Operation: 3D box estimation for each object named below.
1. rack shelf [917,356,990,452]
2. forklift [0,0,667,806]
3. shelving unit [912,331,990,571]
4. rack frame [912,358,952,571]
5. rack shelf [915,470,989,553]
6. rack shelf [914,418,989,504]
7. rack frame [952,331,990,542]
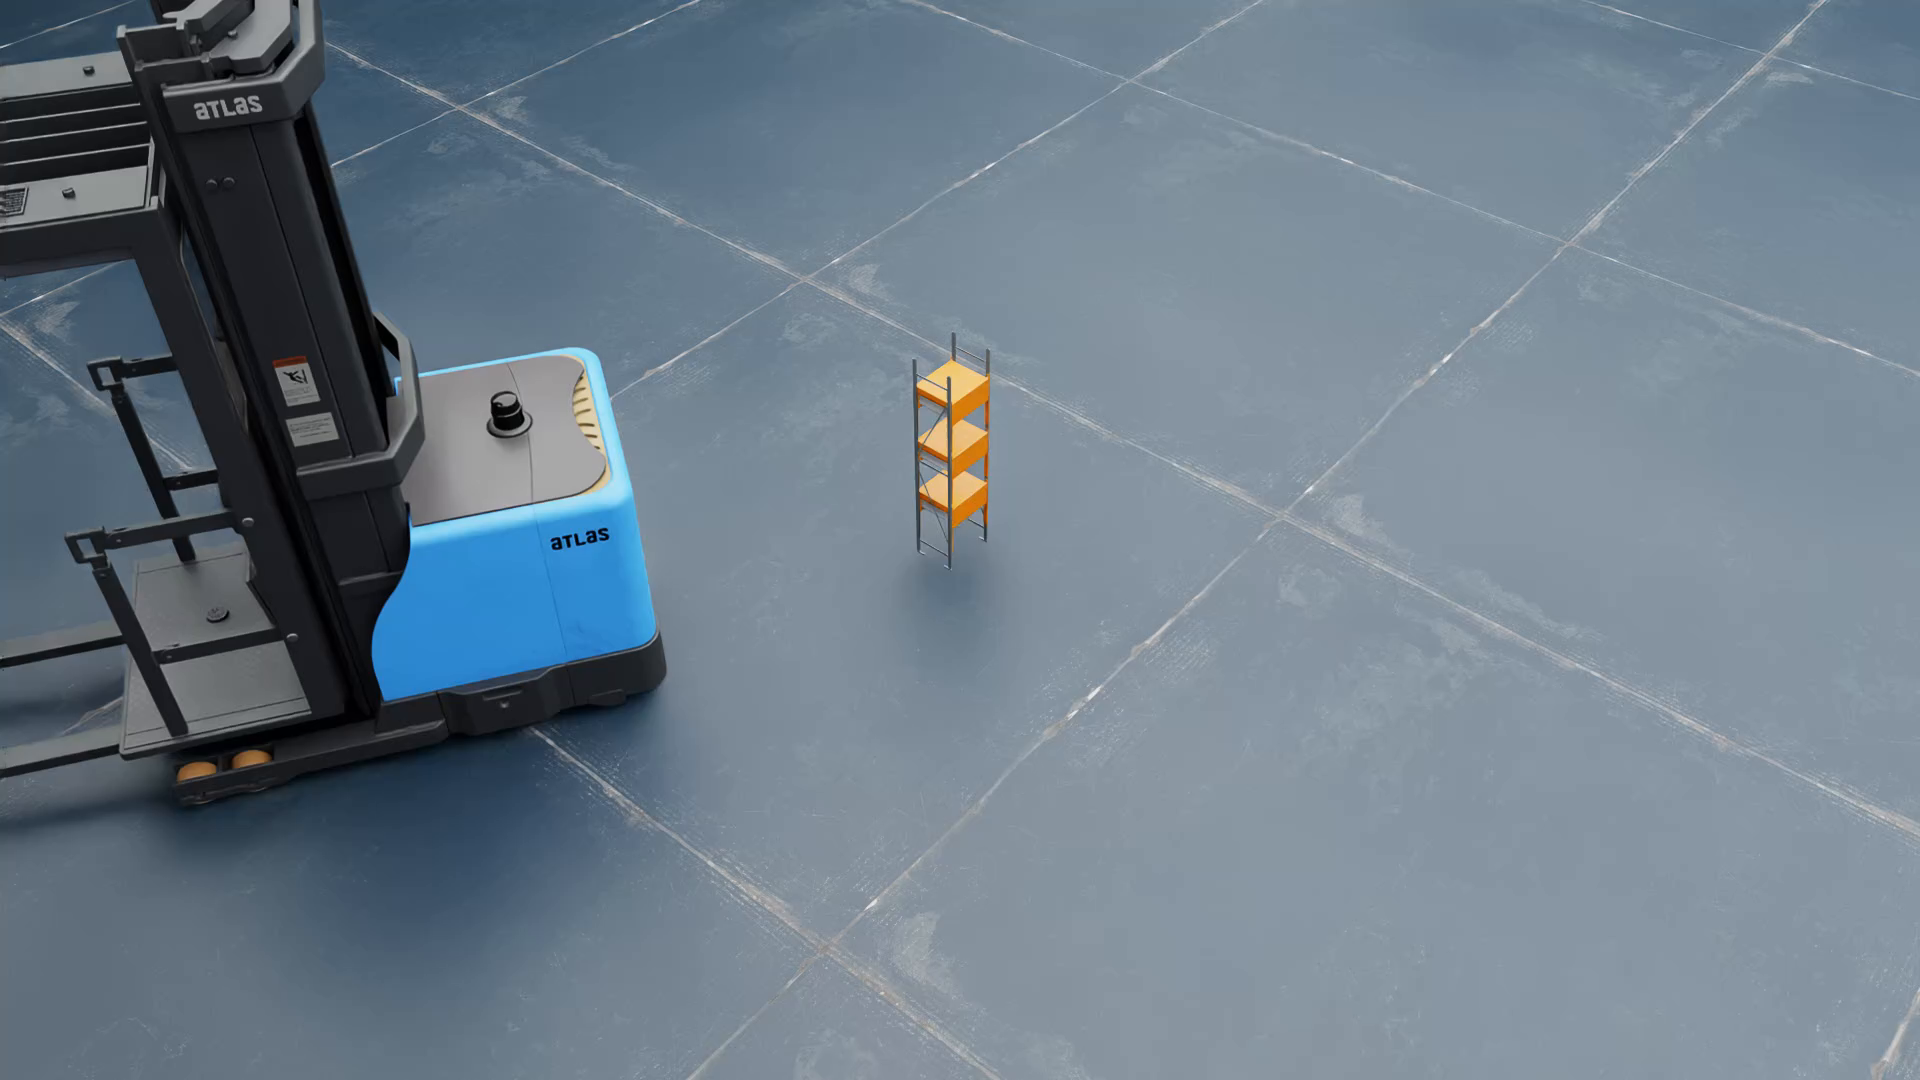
[{"bbox_3d":[-0.034,-0.563,6.865,0.215,0.259,0.240,29,50,28],"label":"rack shelf"},{"bbox_3d":[-2.763,-0.480,5.782,3.031,2.935,1.130,-12,44,-13],"label":"forklift"},{"bbox_3d":[-0.034,-0.361,7.049,0.215,1.050,0.252,29,50,28],"label":"shelving unit"},{"bbox_3d":[-0.113,-0.298,6.980,0.200,1.050,0.008,29,50,28],"label":"rack frame"},{"bbox_3d":[-0.034,-0.147,7.243,0.215,0.259,0.240,29,50,28],"label":"rack shelf"},{"bbox_3d":[-0.034,-0.353,7.056,0.215,0.259,0.240,29,50,28],"label":"rack shelf"},{"bbox_3d":[0.044,-0.424,7.118,0.200,1.050,0.008,29,50,28],"label":"rack frame"}]
